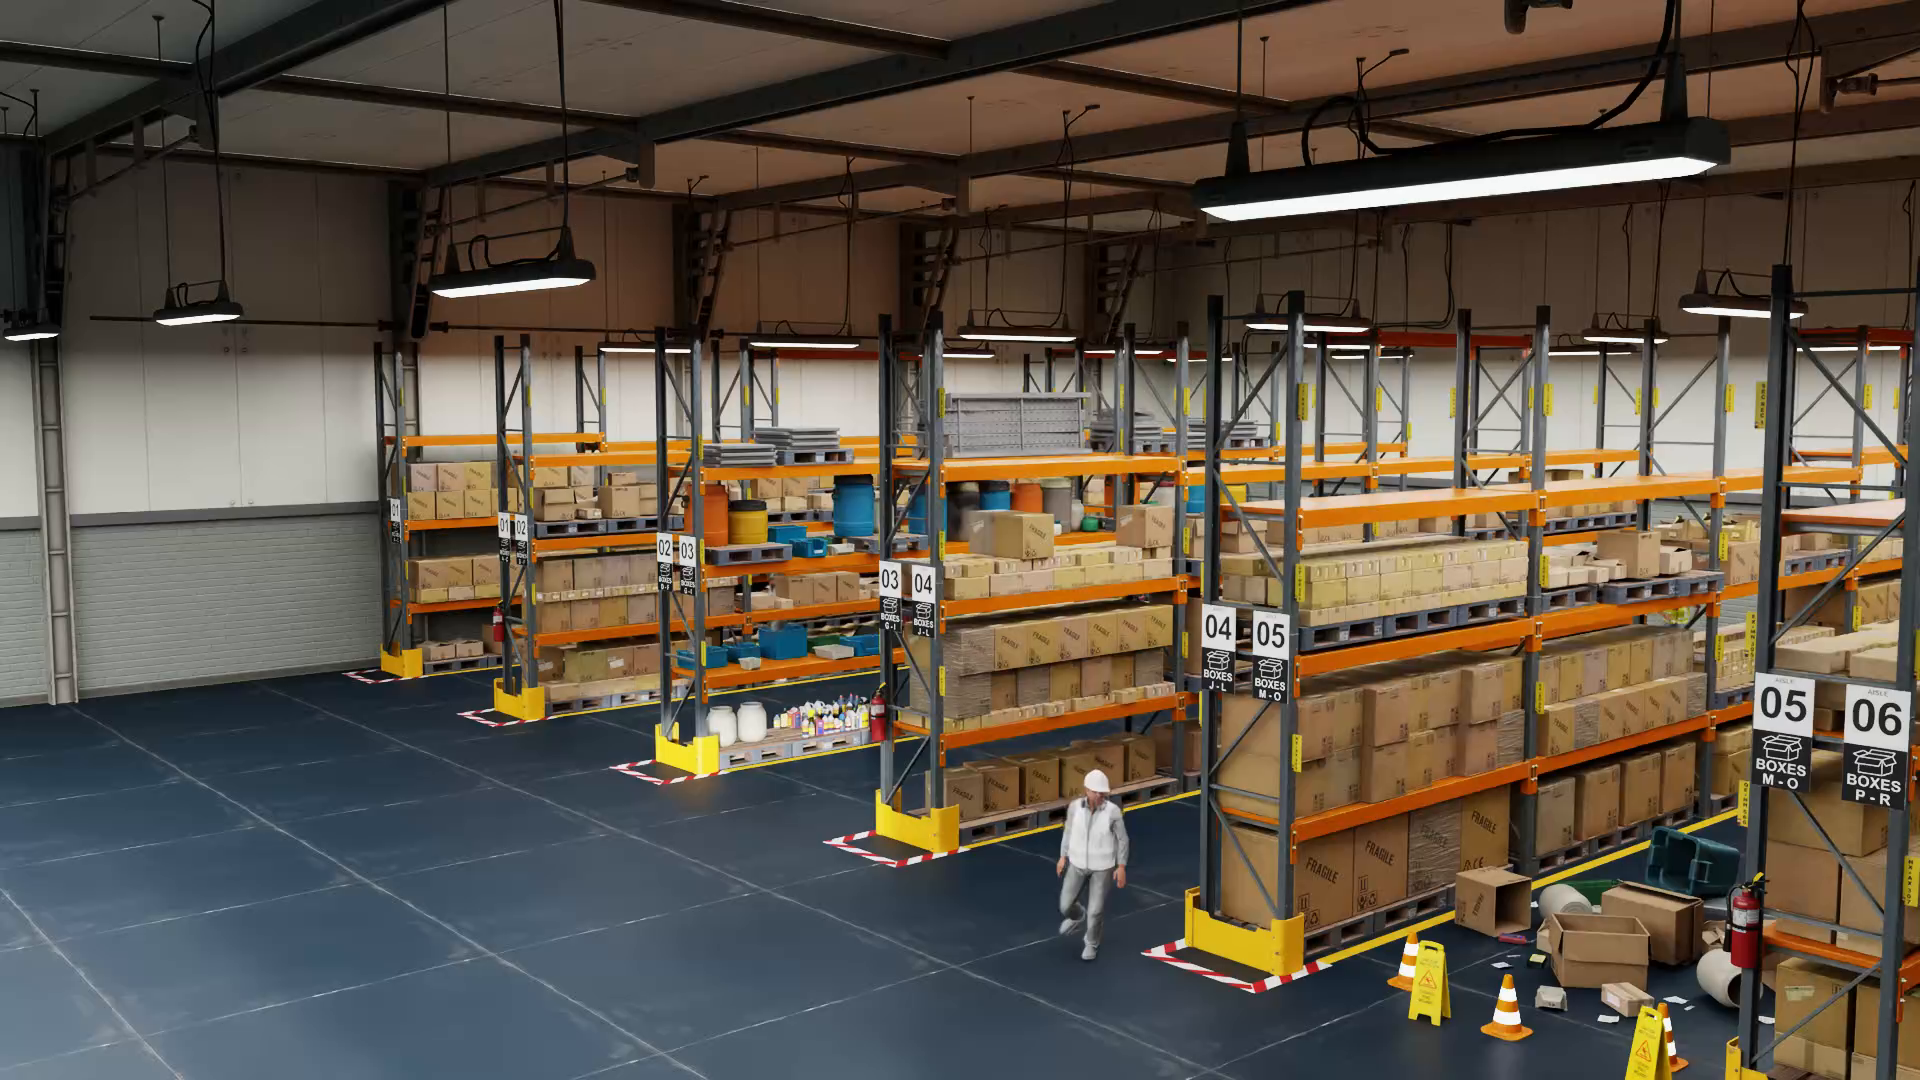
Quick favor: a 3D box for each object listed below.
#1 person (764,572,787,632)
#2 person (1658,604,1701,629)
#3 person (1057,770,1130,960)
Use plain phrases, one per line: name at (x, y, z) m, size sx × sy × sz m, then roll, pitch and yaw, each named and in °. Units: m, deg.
person at (-3.447, 1.447, 31.555) m, size 0.677 × 1.740 × 0.636 m, roll 4°, pitch 6°, yaw 36°
person at (13.387, 1.564, 30.955) m, size 0.740 × 1.574 × 0.806 m, roll 2°, pitch 6°, yaw 20°
person at (1.209, 2.918, 15.111) m, size 0.720 × 1.738 × 0.602 m, roll 2°, pitch 6°, yaw 19°
